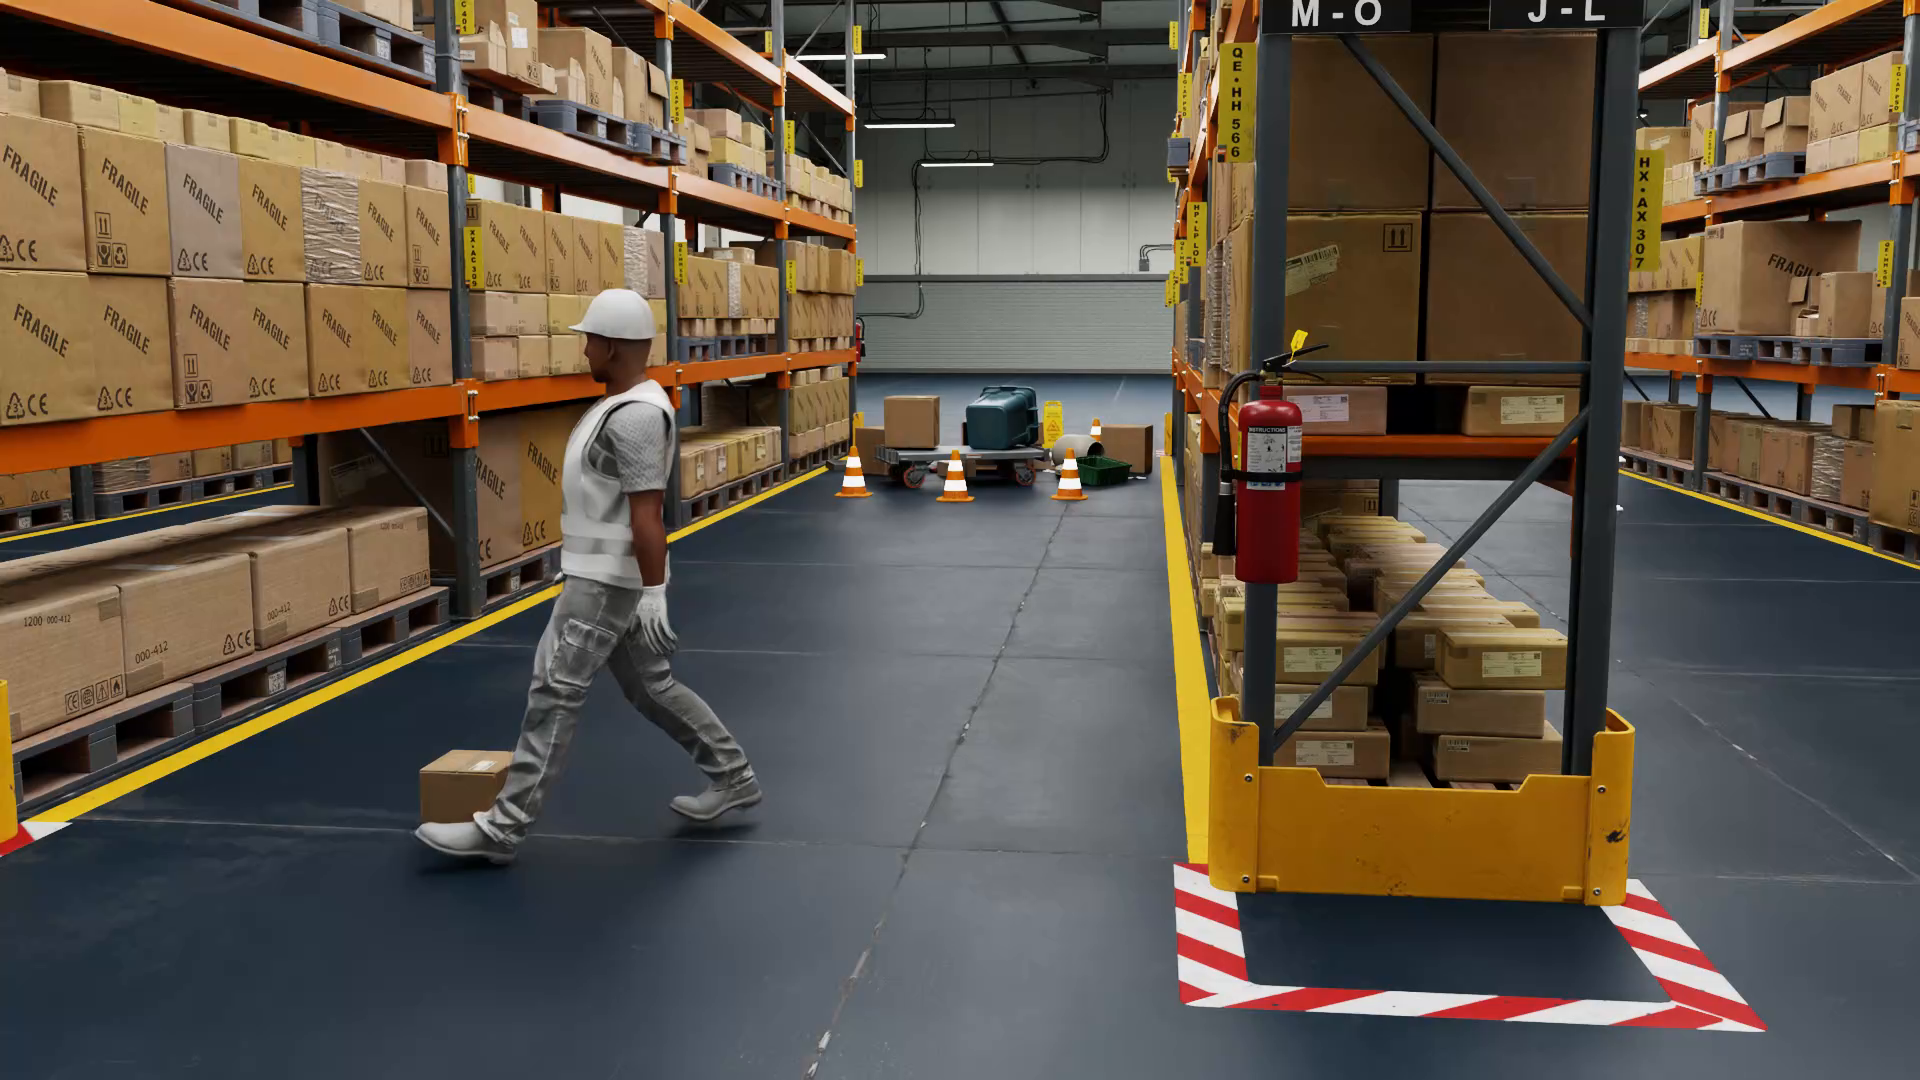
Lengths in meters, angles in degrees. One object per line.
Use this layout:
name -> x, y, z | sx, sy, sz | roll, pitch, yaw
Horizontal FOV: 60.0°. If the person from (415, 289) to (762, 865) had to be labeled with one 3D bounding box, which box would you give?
person -> -1.144, 0.102, 5.128 | 1.049, 1.735, 0.584 | -1, 8, -9
